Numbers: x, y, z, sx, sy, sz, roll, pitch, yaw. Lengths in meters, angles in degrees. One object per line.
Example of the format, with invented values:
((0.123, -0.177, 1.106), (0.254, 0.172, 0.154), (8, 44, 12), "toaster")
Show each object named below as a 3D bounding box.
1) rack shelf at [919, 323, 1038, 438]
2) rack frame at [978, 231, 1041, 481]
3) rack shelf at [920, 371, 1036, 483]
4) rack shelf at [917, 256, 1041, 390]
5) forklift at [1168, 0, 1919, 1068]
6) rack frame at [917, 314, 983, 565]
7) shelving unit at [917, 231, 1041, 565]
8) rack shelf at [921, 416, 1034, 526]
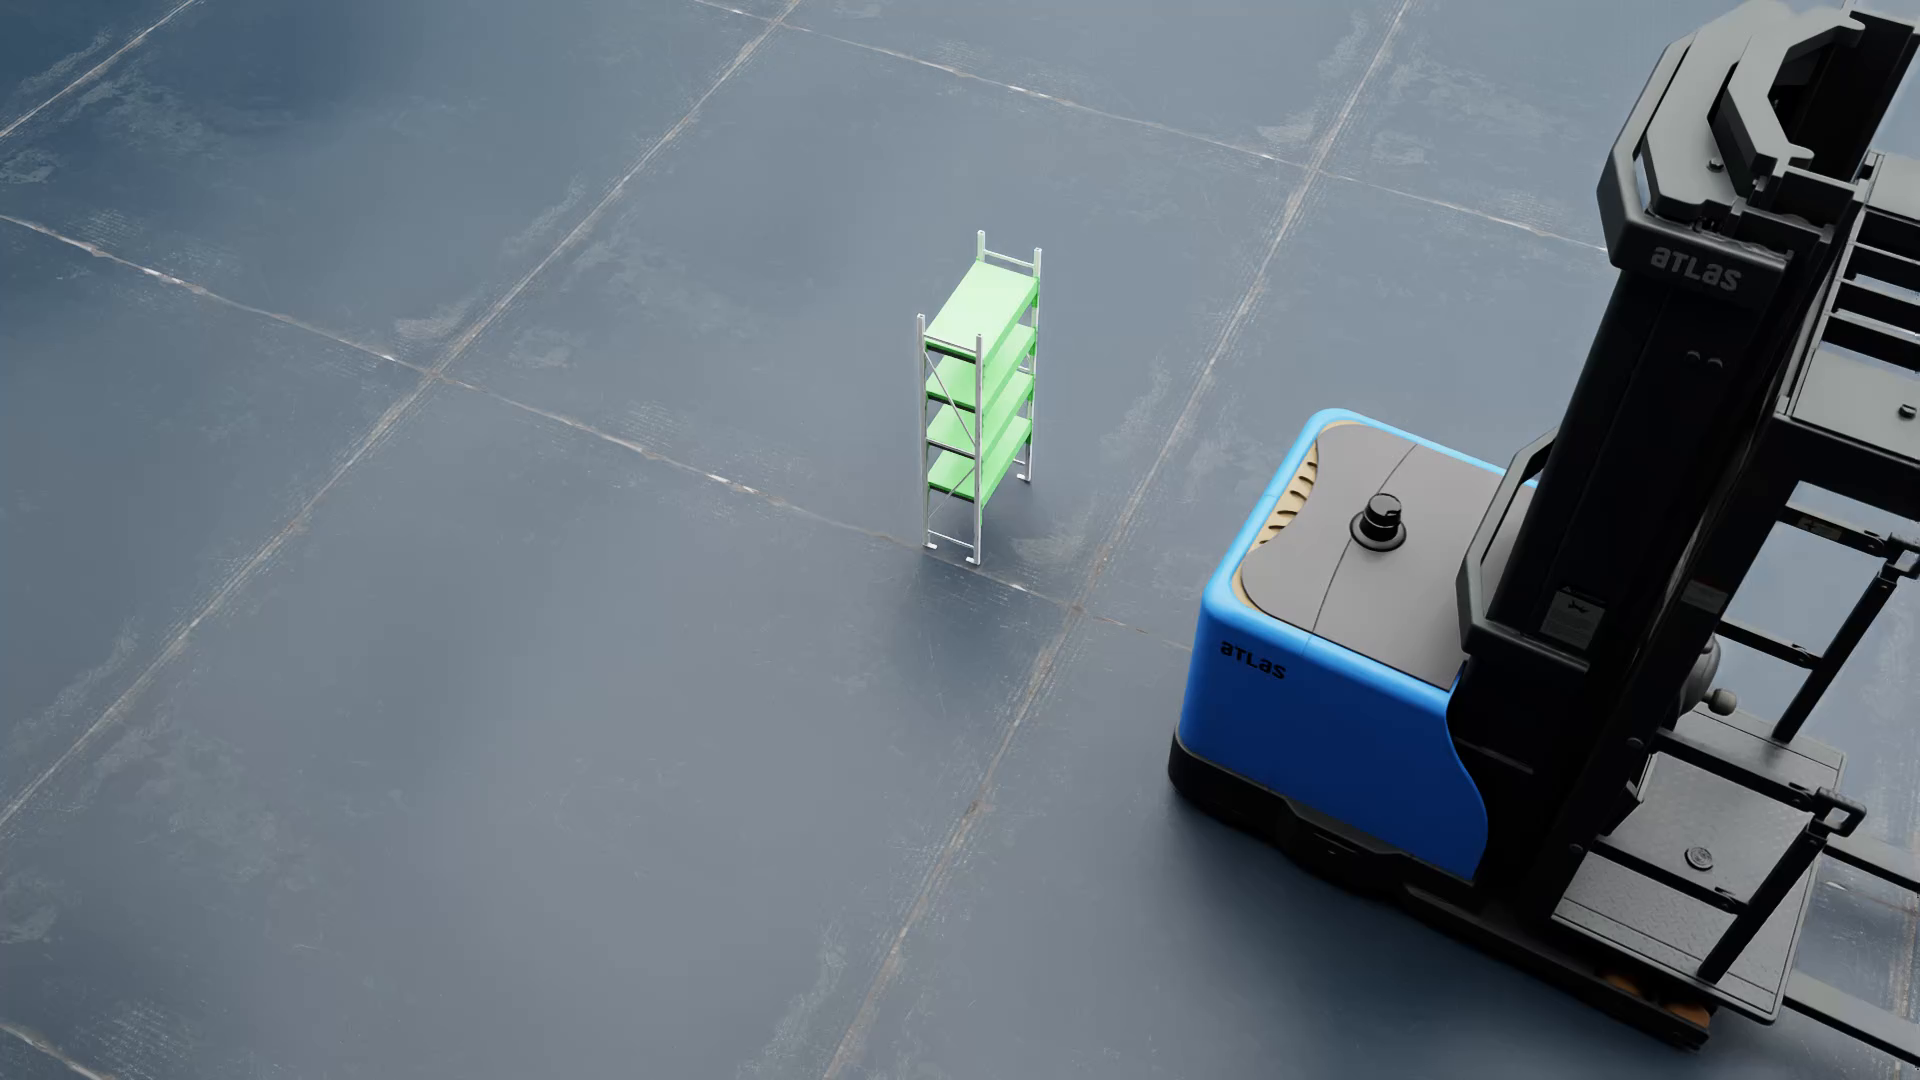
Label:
((0.071, -0.617, 6.071), (0.258, 0.148, 0.480), (20, 52, 16), "rack shelf")
((0.175, -0.671, 6.348), (0.240, 1.200, 0.015), (20, 52, 16), "rack frame")
((0.071, -0.461, 6.254), (0.258, 0.148, 0.480), (20, 52, 16), "rack shelf")
((0.071, -0.772, 5.888), (0.258, 0.148, 0.480), (20, 52, 16), "rack shelf")
((2.257, 0.163, 4.502), (3.031, 2.935, 1.130), (24, 54, 19), "forklift")
((-0.034, -0.335, 6.062), (0.240, 1.200, 0.015), (20, 52, 16), "rack frame")
((0.071, -0.503, 6.205), (0.258, 1.200, 0.503), (20, 52, 16), "shelving unit")
((0.071, -0.306, 6.437), (0.258, 0.148, 0.480), (20, 52, 16), "rack shelf")
